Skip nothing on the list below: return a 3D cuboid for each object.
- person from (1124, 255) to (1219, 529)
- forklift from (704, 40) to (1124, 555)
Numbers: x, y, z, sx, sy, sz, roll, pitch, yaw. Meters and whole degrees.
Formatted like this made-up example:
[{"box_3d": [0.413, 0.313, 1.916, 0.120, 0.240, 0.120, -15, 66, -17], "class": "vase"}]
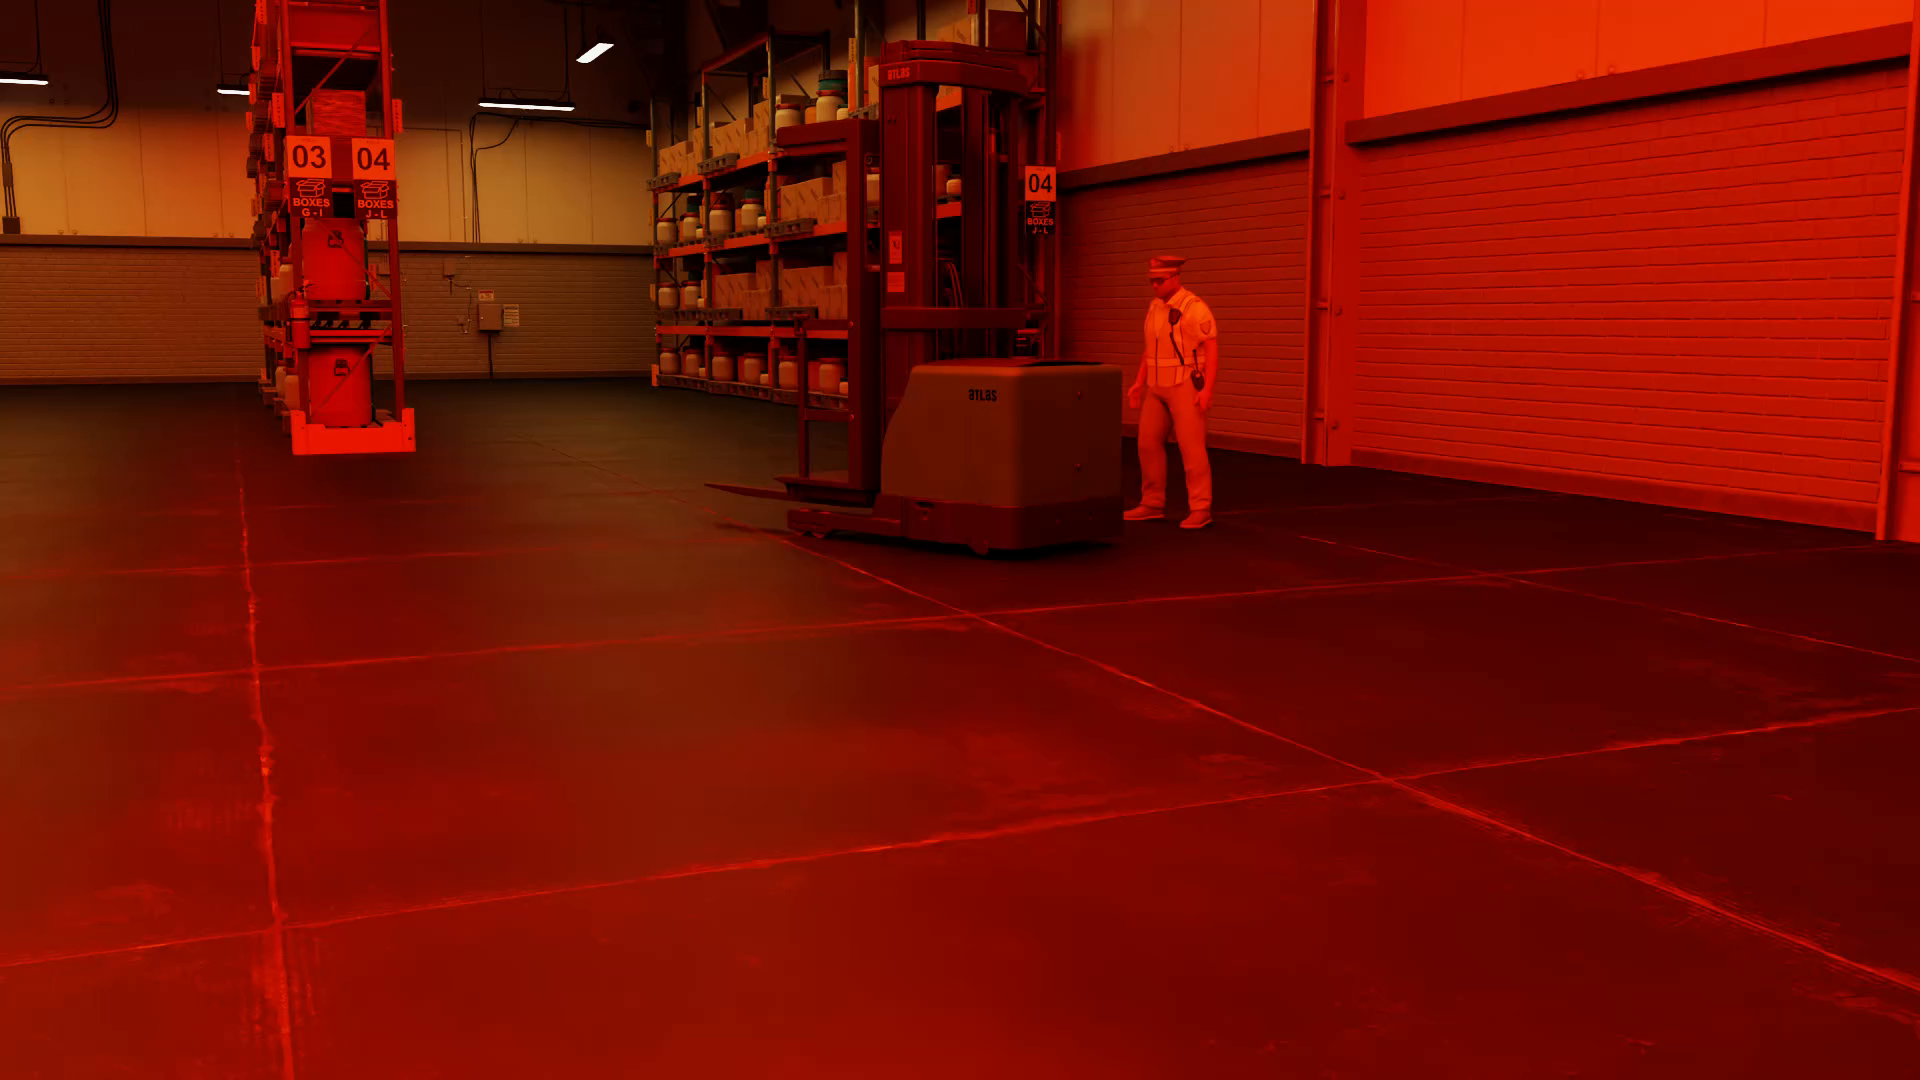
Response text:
[{"box_3d": [1.407, -0.978, 10.909, 0.456, 1.754, 0.717, -5, 9, -35], "class": "person"}, {"box_3d": [-0.436, -1.509, 10.383, 3.031, 2.935, 1.130, 7, 10, 44], "class": "forklift"}]
